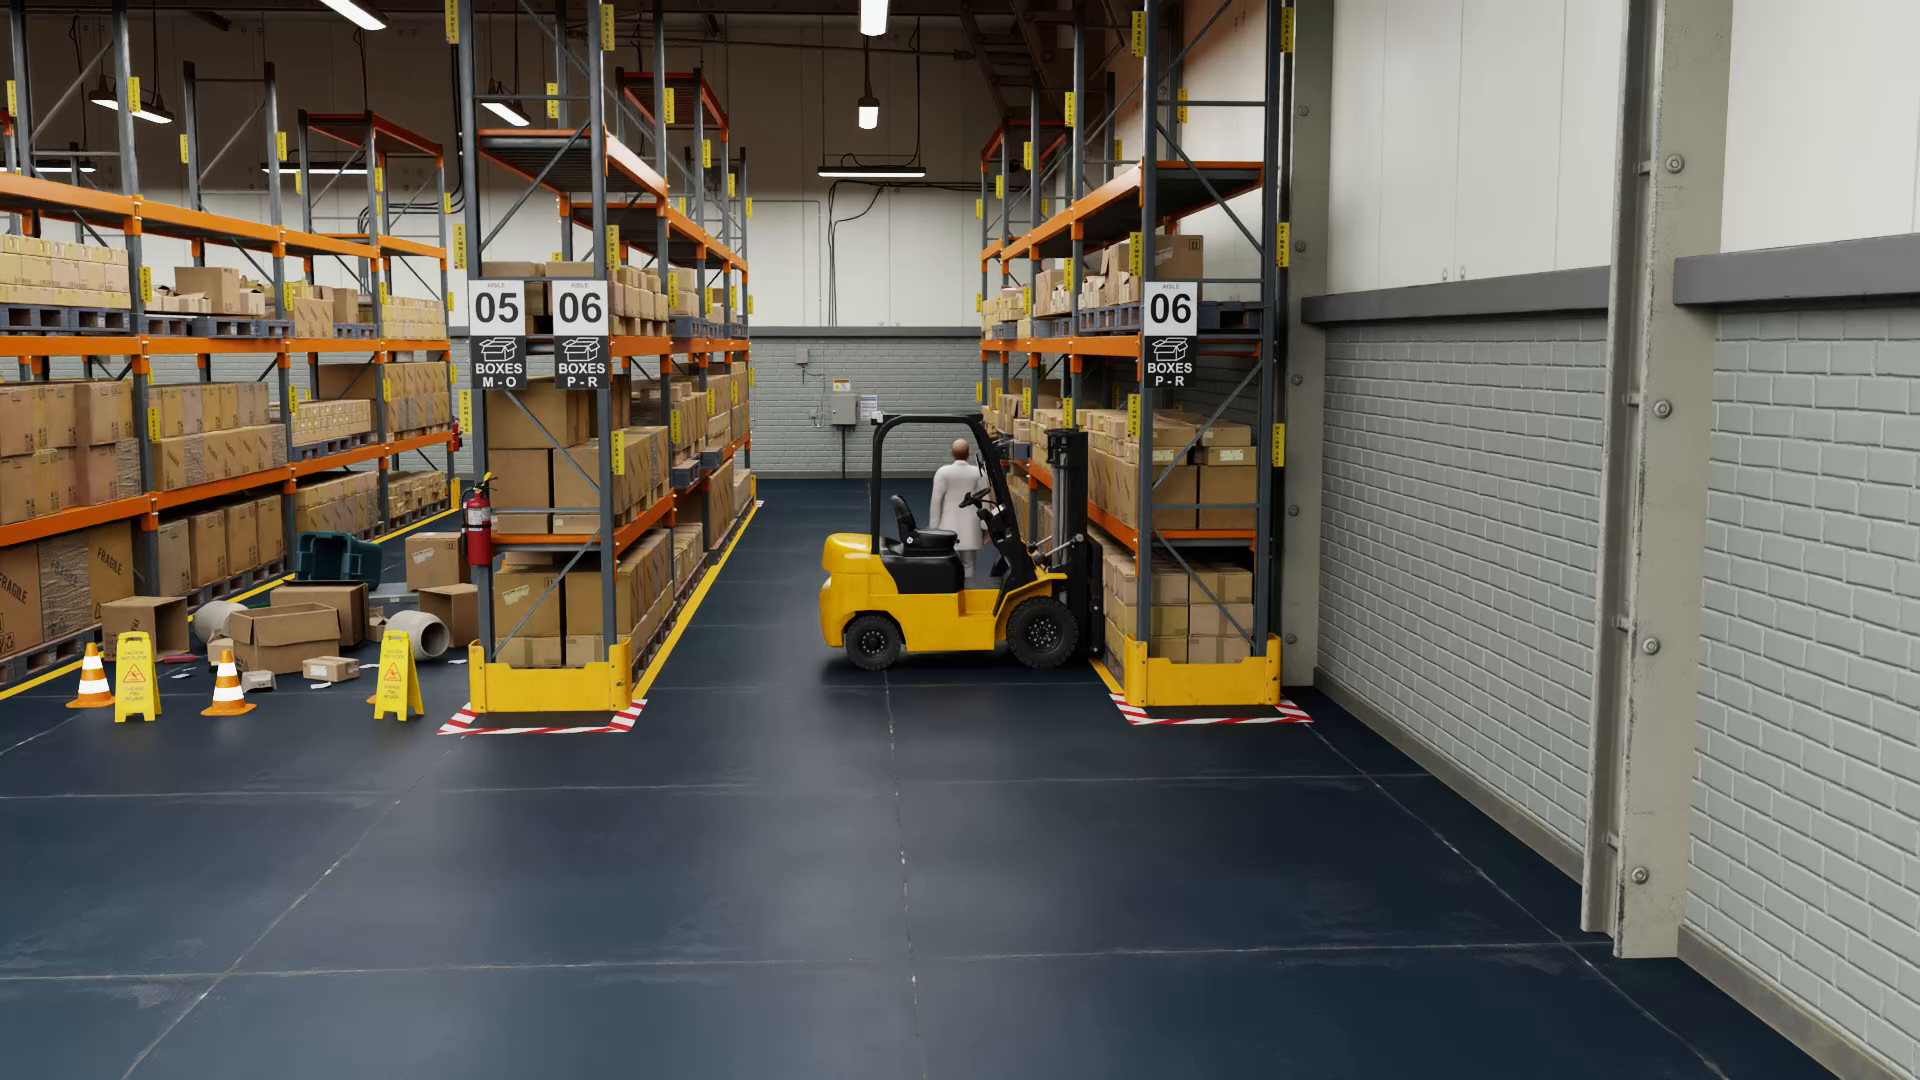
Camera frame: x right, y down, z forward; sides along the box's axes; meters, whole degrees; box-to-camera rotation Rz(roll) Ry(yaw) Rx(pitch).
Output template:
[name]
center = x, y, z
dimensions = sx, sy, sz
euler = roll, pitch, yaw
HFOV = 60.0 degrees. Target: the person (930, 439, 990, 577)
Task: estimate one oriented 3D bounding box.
[person]
center = 0.005, -0.123, 16.628
dimensions = 0.613, 1.778, 0.452
euler = -1, 7, -6
